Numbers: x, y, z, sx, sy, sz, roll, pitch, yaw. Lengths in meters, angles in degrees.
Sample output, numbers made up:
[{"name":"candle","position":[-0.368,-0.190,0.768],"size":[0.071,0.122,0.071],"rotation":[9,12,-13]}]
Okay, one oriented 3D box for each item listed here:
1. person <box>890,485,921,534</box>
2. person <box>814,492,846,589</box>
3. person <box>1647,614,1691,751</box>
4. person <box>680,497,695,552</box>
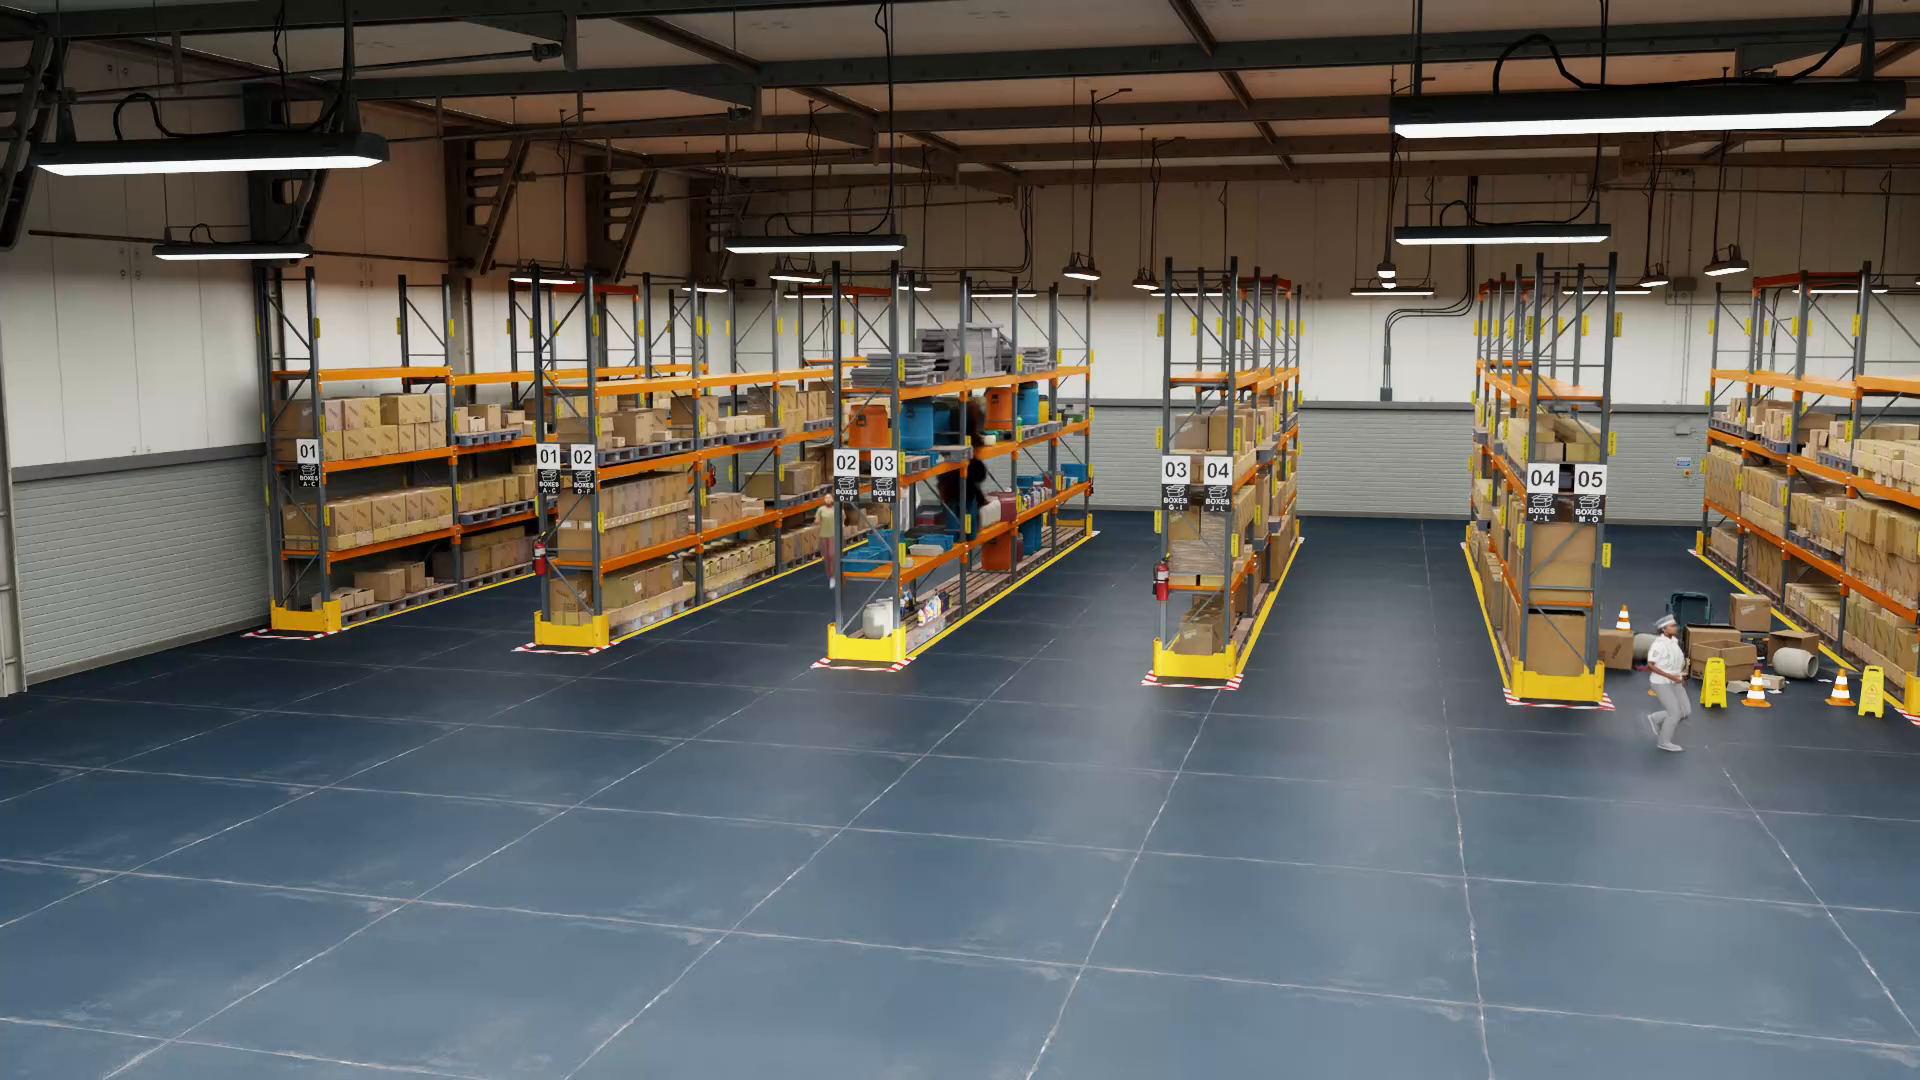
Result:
[{"name":"person","position":[-1.226,-0.554,37.049],"size":[0.708,1.738,0.789],"rotation":[0,7,1]},{"name":"person","position":[-2.425,-0.013,30.844],"size":[0.559,1.766,0.673],"rotation":[1,7,6]},{"name":"person","position":[8.442,1.692,19.831],"size":[0.609,1.639,0.472],"rotation":[-5,9,-36]},{"name":"person","position":[-5.587,-0.096,34.153],"size":[0.529,1.558,0.534],"rotation":[1,7,6]}]
